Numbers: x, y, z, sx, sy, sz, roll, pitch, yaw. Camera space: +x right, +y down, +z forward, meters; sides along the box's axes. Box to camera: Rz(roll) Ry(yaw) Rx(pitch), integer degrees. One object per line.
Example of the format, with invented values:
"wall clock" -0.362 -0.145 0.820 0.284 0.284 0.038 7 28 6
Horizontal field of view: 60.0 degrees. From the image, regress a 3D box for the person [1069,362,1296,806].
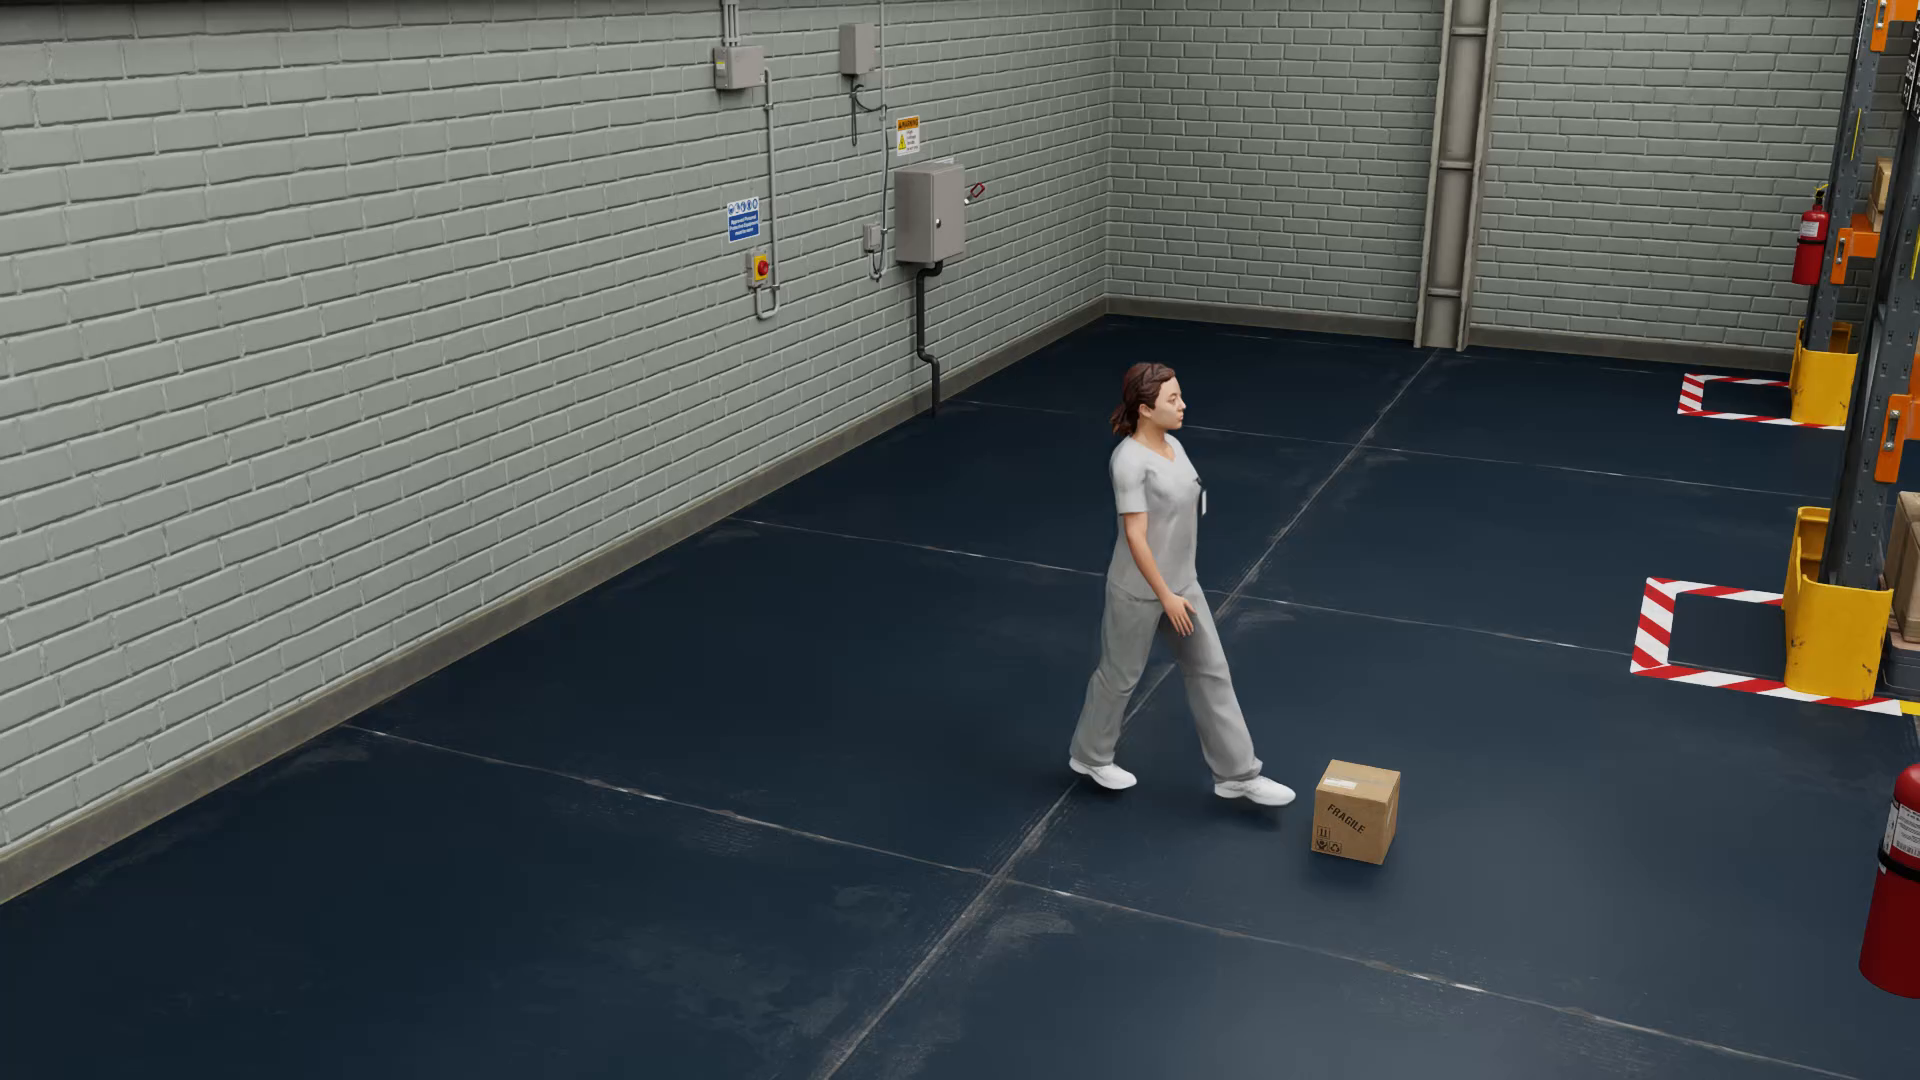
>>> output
"person" 0.787 0.188 5.981 0.854 1.637 0.451 15 24 37
